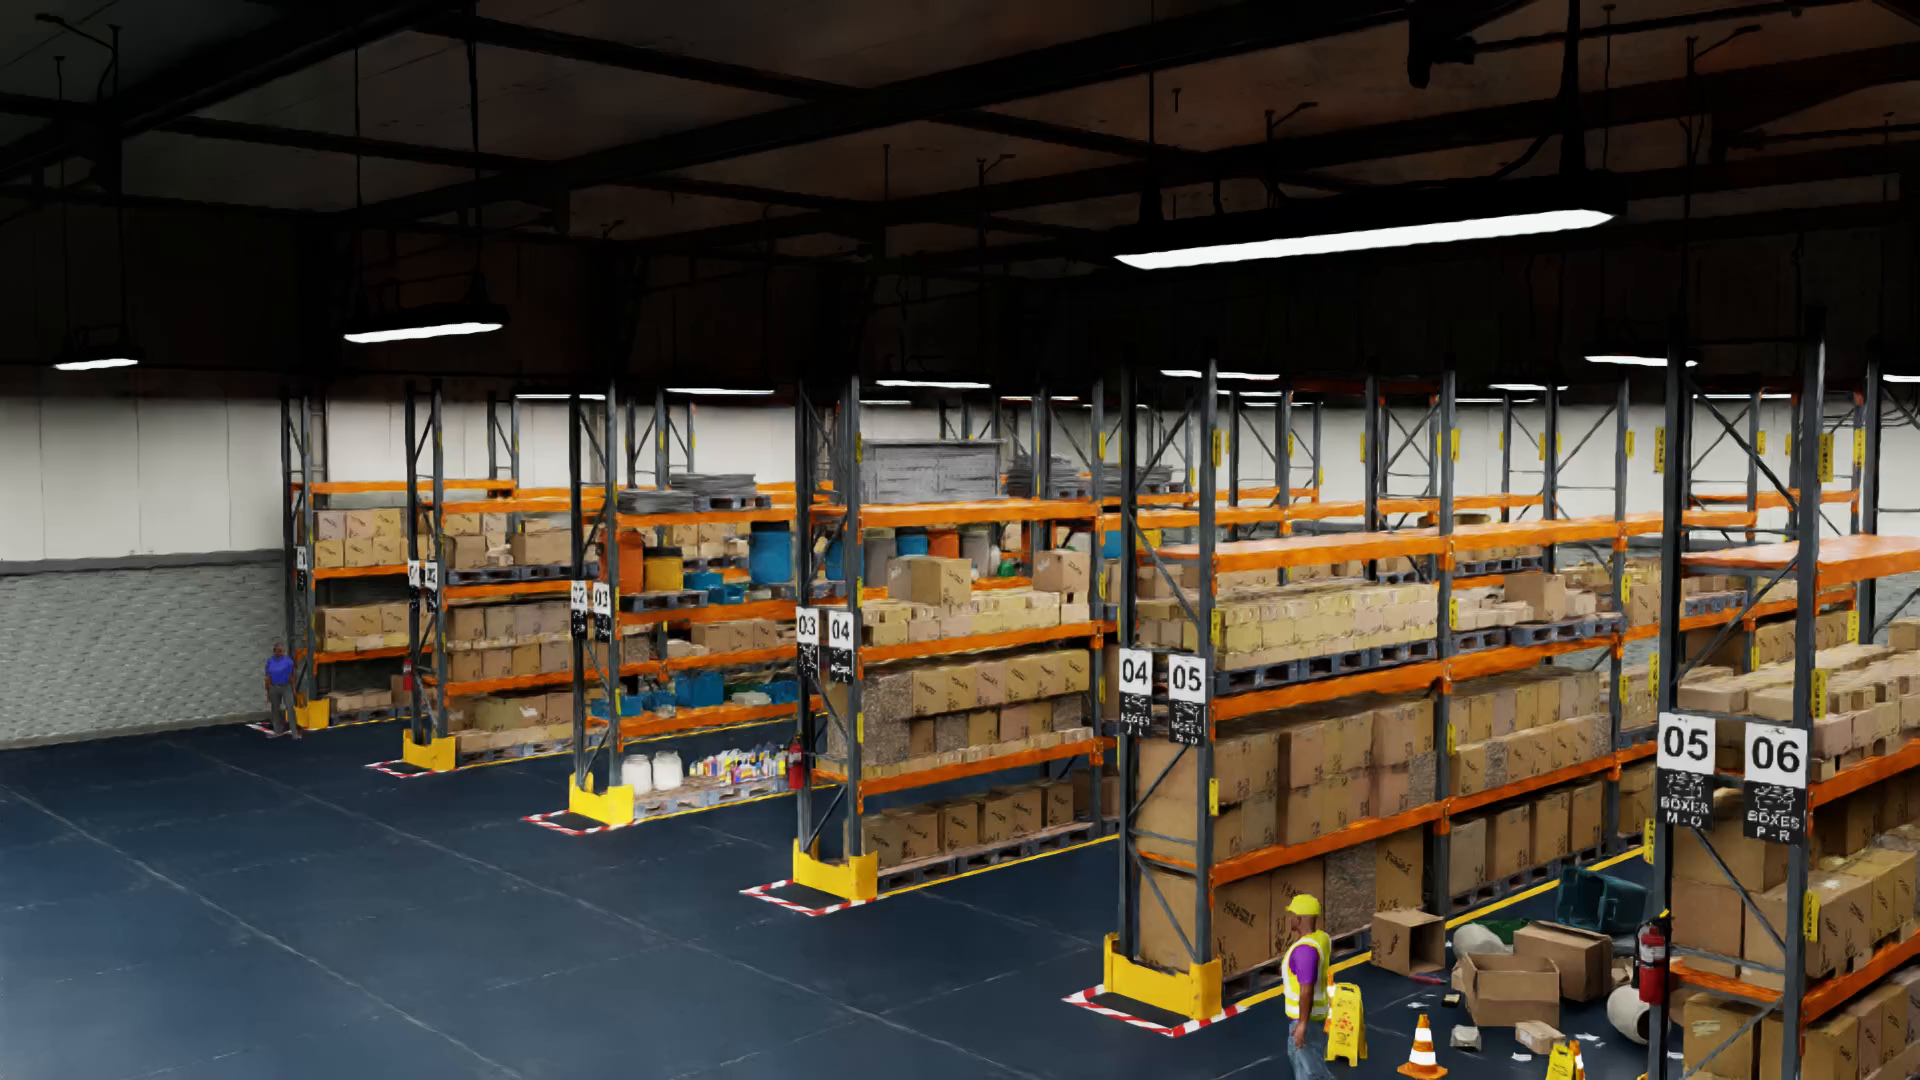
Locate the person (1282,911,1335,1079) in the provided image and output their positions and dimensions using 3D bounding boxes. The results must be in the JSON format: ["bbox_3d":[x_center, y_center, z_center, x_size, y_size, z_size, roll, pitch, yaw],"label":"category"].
[{"bbox_3d":[2.645,3.494,12.315,0.501,1.660,0.644,1,4,20],"label":"person"}]

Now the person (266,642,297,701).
[{"bbox_3d":[-11.454,2.213,28.015,0.483,0.994,0.282,0,4,-6],"label":"person"}]
